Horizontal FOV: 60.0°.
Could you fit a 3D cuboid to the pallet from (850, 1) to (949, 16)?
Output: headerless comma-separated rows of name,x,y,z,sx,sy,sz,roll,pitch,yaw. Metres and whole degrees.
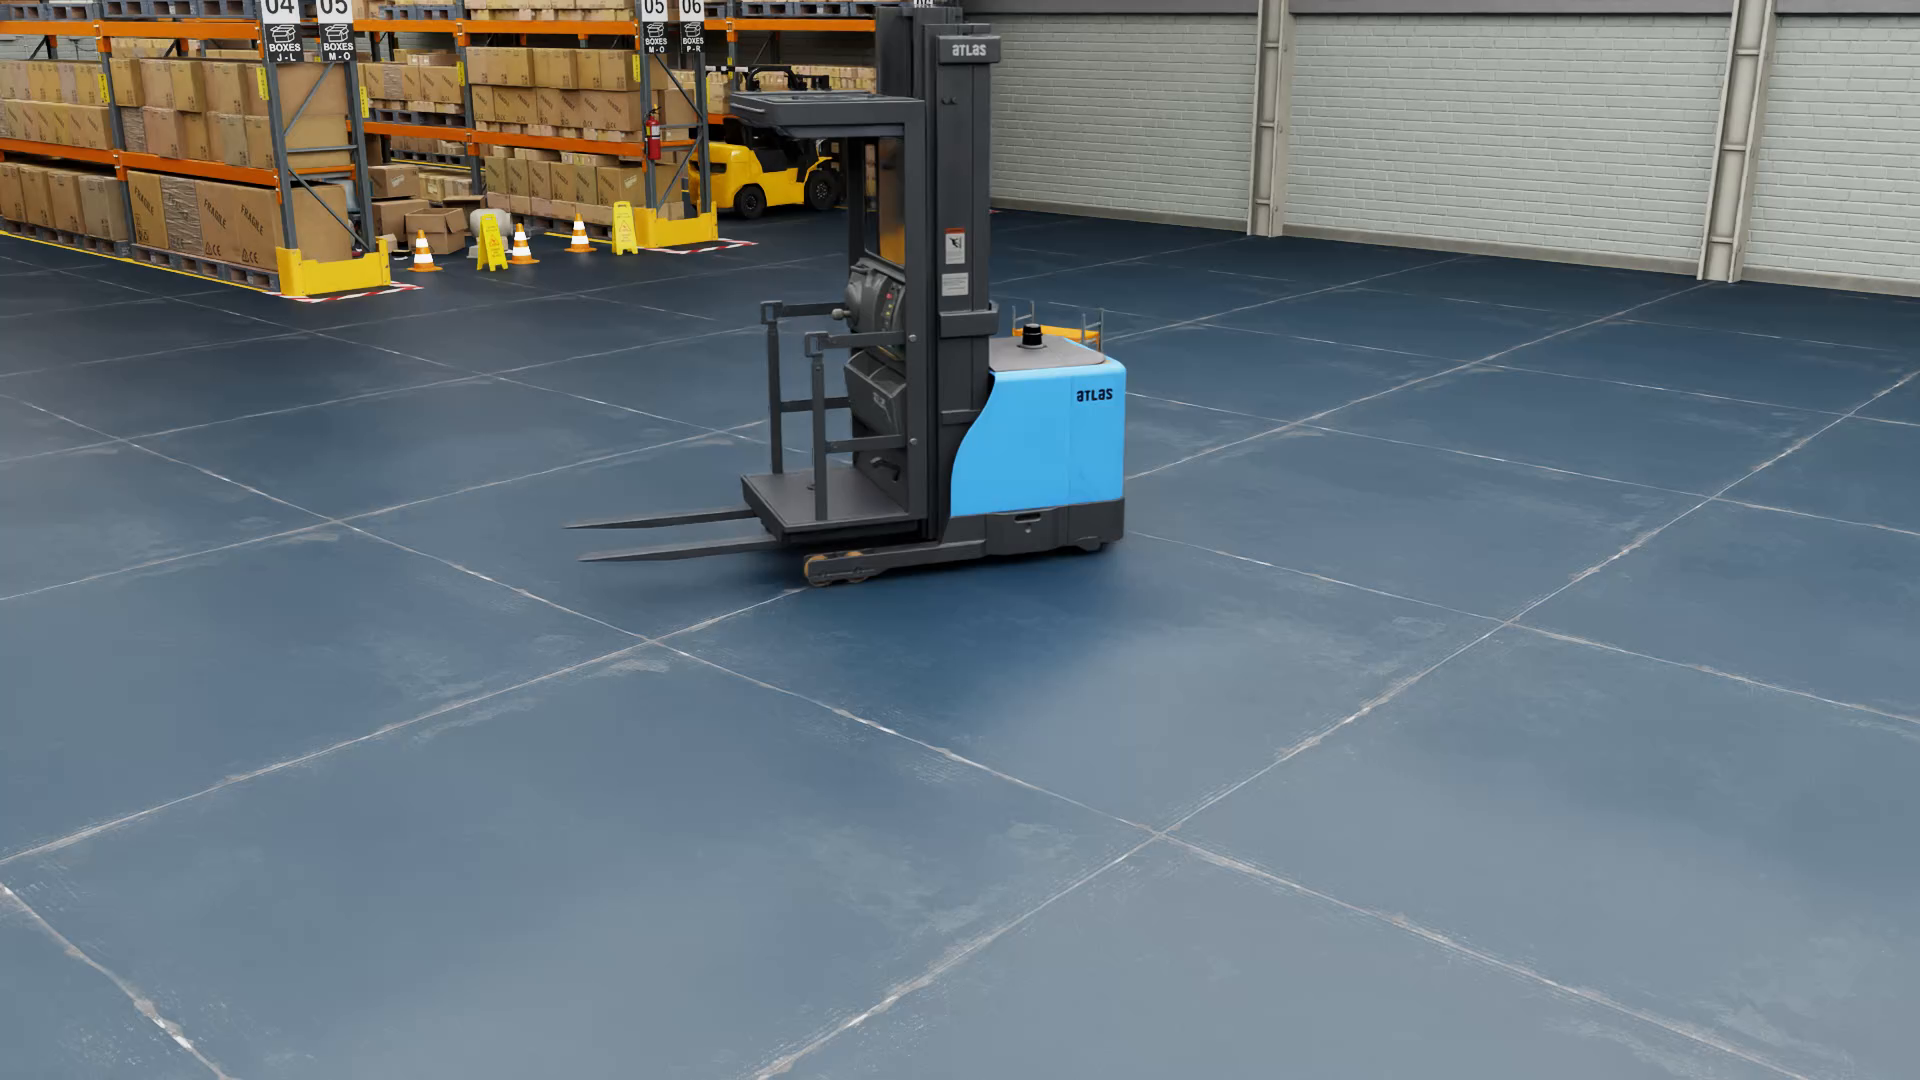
pallet,-0.899,-8.006,25.067,1.213,0.211,1.003,15,23,39

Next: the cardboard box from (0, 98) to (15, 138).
cardboard box,-12.717,-5.709,22.478,0.500,0.500,0.500,15,23,40

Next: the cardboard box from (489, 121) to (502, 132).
cardboard box,-6.425,-5.855,23.519,0.250,0.149,0.380,16,24,41

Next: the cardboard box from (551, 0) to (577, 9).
cardboard box,-5.008,-7.093,21.800,0.500,0.250,0.500,16,24,41

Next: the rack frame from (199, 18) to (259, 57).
rack frame,-12.655,-7.756,29.093,0.127,3.000,1.000,15,23,39

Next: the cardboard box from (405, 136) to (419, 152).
cardboard box,-11.018,-8.238,34.050,0.500,0.500,0.500,16,23,40

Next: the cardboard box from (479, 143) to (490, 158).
cardboard box,-9.151,-7.741,32.482,0.500,0.500,0.500,16,24,42

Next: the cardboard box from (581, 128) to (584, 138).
cardboard box,-4.853,-5.464,22.285,0.250,0.149,0.380,15,23,40

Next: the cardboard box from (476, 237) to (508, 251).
cardboard box,-6.000,-3.794,21.321,0.380,0.149,0.250,-6,18,-18

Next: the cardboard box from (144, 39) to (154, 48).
cardboard box,-14.433,-8.938,29.926,0.250,0.149,0.380,14,23,38

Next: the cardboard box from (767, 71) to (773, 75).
cardboard box,-2.886,-7.560,26.745,0.250,0.149,0.380,14,23,38

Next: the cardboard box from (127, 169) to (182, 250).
cardboard box,-9.457,-4.055,20.249,0.875,0.875,0.875,15,23,40

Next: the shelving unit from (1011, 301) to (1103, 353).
shelving unit,0.590,-0.836,10.262,0.503,1.200,0.258,11,21,32

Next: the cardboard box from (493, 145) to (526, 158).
cardboard box,-6.356,-5.488,23.485,0.250,0.149,0.380,15,23,40

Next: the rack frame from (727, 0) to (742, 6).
rack frame,-3.379,-10.133,26.665,0.127,3.000,1.000,15,23,39

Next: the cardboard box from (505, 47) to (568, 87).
cardboard box,-5.761,-6.464,22.711,0.500,0.500,0.700,14,23,38

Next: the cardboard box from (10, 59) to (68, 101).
cardboard box,-12.165,-6.144,22.193,0.500,0.500,0.700,15,23,38

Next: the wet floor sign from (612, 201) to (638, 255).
wet floor sign,-4.248,-3.944,20.974,0.267,0.644,0.232,-9,20,-27

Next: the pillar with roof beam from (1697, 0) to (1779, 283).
pillar with roof beam,5.808,-6.290,14.556,0.400,9.000,9.100,15,23,39

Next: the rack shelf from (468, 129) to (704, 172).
rack shelf,-5.175,-5.406,22.875,4.000,0.370,1.077,15,23,39

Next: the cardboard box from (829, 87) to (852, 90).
cardboard box,-1.695,-6.767,25.809,0.500,0.500,0.500,14,23,38

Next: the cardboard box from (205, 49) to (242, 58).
cardboard box,-12.517,-8.127,28.443,0.500,0.500,0.500,15,23,40

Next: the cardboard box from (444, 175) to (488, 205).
cardboard box,-7.065,-5.202,24.695,0.625,0.372,0.950,15,23,40

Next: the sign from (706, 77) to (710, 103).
sign,-3.320,-5.882,21.757,0.005,0.325,0.100,15,23,39

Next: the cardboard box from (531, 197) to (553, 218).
cardboard box,-5.604,-4.649,23.155,0.500,0.250,0.500,15,23,39

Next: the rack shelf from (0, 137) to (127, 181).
rack shelf,-11.377,-5.068,21.813,4.000,0.370,1.077,15,23,39

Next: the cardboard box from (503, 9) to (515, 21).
cardboard box,-6.023,-7.193,22.773,0.250,0.149,0.380,16,24,41

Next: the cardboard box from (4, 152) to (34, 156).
cardboard box,-13.608,-5.474,24.100,0.500,0.250,0.500,15,23,39

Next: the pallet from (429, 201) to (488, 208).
pallet,-7.255,-4.977,24.945,1.213,0.211,1.003,15,23,39

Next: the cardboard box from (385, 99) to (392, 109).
cardboard box,-8.519,-6.658,25.353,0.250,0.149,0.380,16,24,41

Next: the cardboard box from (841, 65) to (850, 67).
cardboard box,-1.835,-7.454,26.412,0.250,0.149,0.380,16,24,41

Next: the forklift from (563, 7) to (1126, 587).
forklift,-0.645,-1.328,8.951,3.031,2.935,1.130,-6,19,-19

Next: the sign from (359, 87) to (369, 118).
sign,-6.517,-4.781,18.157,0.005,0.325,0.100,15,23,39

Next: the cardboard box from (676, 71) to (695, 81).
cardboard box,-4.574,-7.847,28.142,0.250,0.149,0.380,14,23,38

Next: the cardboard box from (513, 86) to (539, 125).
cardboard box,-5.769,-5.989,22.866,0.500,0.500,0.500,15,23,39

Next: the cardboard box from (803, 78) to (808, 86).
cardboard box,-2.377,-7.244,26.240,0.250,0.149,0.380,14,22,38

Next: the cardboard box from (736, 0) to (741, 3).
cardboard box,-3.884,-9.046,27.755,0.250,0.149,0.380,15,23,39

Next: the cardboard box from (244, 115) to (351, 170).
cardboard box,-7.197,-4.342,18.088,0.550,0.550,0.875,15,23,39

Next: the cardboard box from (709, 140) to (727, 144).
cardboard box,-3.777,-6.444,28.190,0.625,0.625,0.875,16,24,42

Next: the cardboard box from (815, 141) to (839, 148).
cardboard box,-2.083,-6.162,26.269,0.500,0.250,0.500,14,23,38

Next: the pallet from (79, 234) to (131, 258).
pallet,-10.509,-3.819,21.295,1.213,0.211,1.003,15,23,39

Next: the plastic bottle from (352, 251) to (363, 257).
plastic bottle,-7.590,-3.570,20.758,0.133,0.061,0.283,7,19,21

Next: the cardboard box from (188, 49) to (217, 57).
cardboard box,-13.191,-8.313,29.028,0.500,0.500,0.500,15,23,39

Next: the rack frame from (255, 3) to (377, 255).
rack frame,-6.890,-4.207,17.908,0.127,3.000,1.000,15,23,39

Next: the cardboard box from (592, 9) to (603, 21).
cardboard box,-4.516,-6.769,21.438,0.250,0.149,0.380,16,24,41

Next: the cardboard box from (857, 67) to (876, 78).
cardboard box,-1.351,-7.149,25.450,0.250,0.149,0.380,15,23,40

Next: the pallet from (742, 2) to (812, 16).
pallet,-2.724,-8.496,26.611,1.213,0.211,1.003,15,23,39

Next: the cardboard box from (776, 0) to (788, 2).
cardboard box,-2.671,-8.518,26.091,0.250,0.149,0.380,16,24,41

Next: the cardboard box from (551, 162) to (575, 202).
cardboard box,-5.217,-4.903,22.713,0.500,0.500,0.500,14,23,38

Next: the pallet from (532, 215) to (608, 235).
pallet,-5.229,-4.449,23.282,1.213,0.211,1.003,15,23,39
